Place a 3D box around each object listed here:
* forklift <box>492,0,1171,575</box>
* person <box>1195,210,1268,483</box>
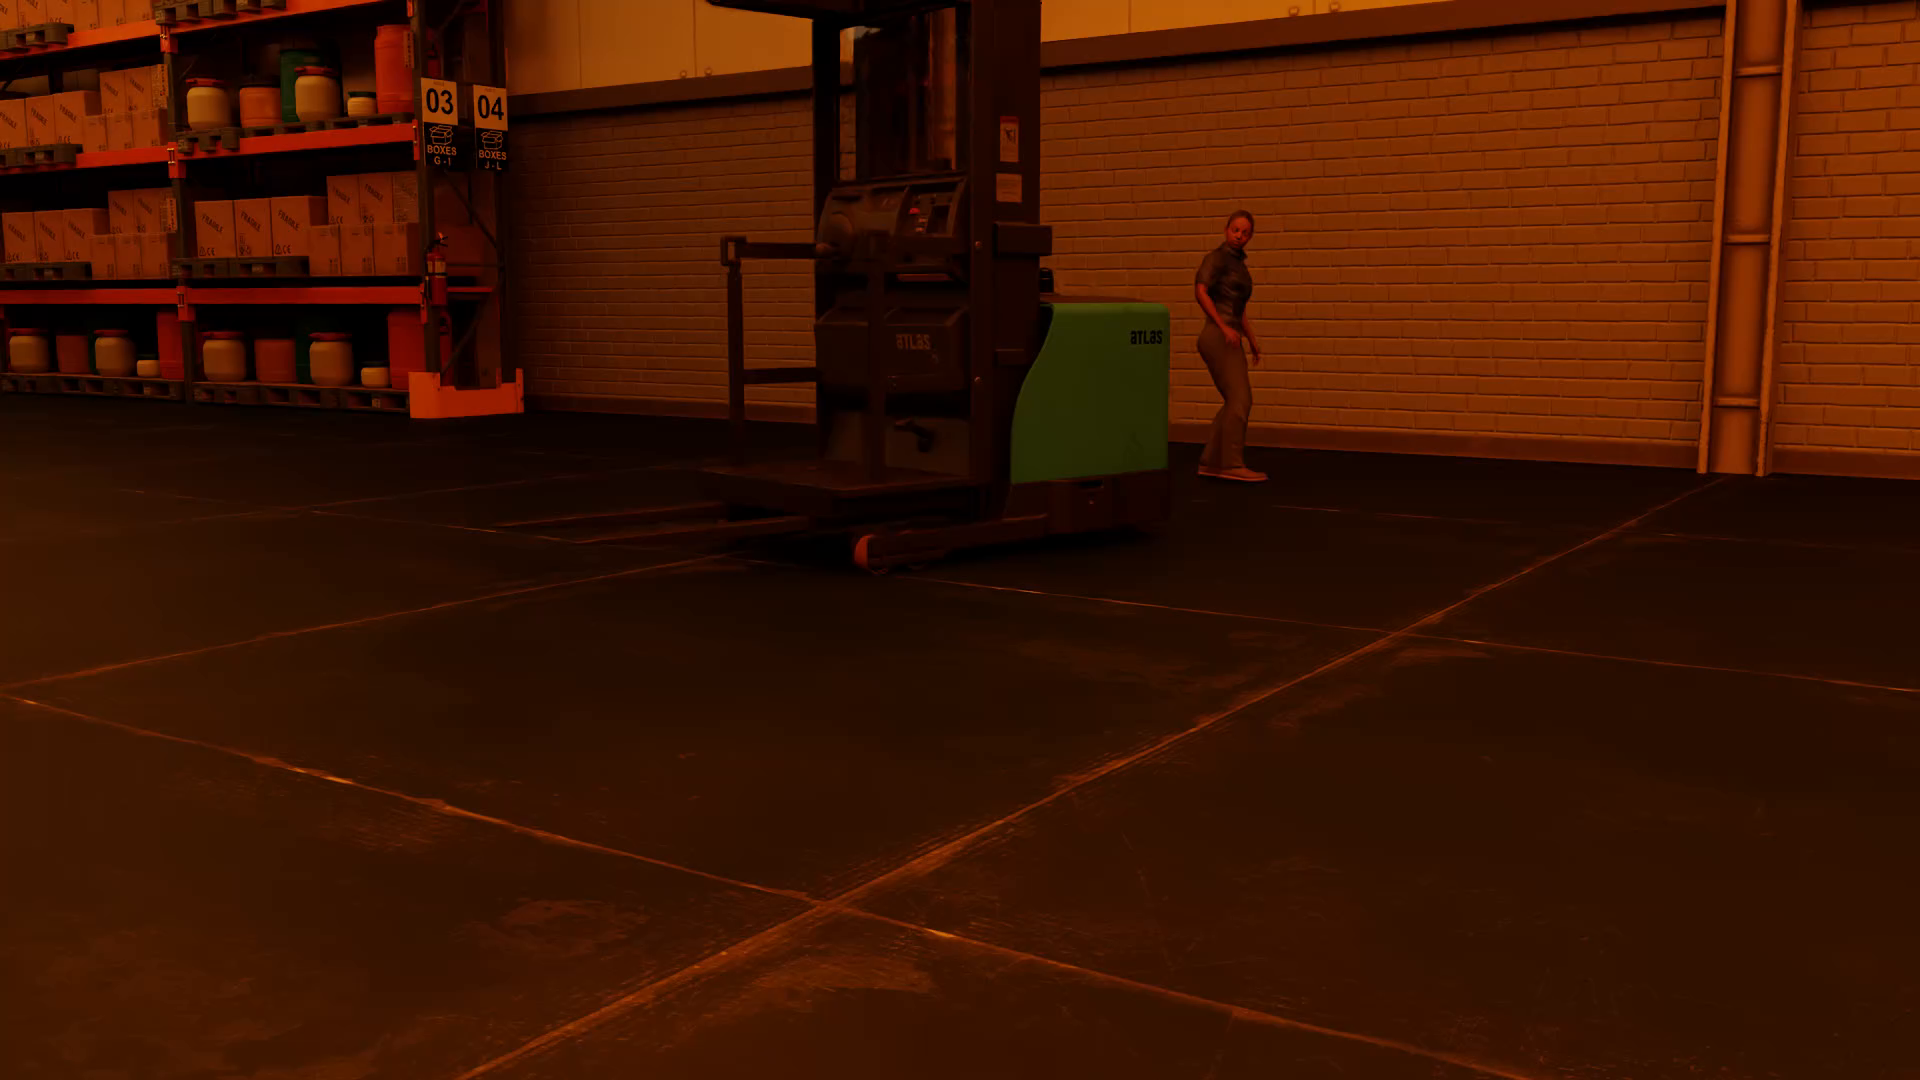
[{"bbox_3d":[-0.457,-1.394,6.997,3.031,2.935,1.130,-7,11,-41],"label":"forklift"},{"bbox_3d":[1.690,-1.180,10.138,0.466,1.634,0.648,3,9,20],"label":"person"}]
